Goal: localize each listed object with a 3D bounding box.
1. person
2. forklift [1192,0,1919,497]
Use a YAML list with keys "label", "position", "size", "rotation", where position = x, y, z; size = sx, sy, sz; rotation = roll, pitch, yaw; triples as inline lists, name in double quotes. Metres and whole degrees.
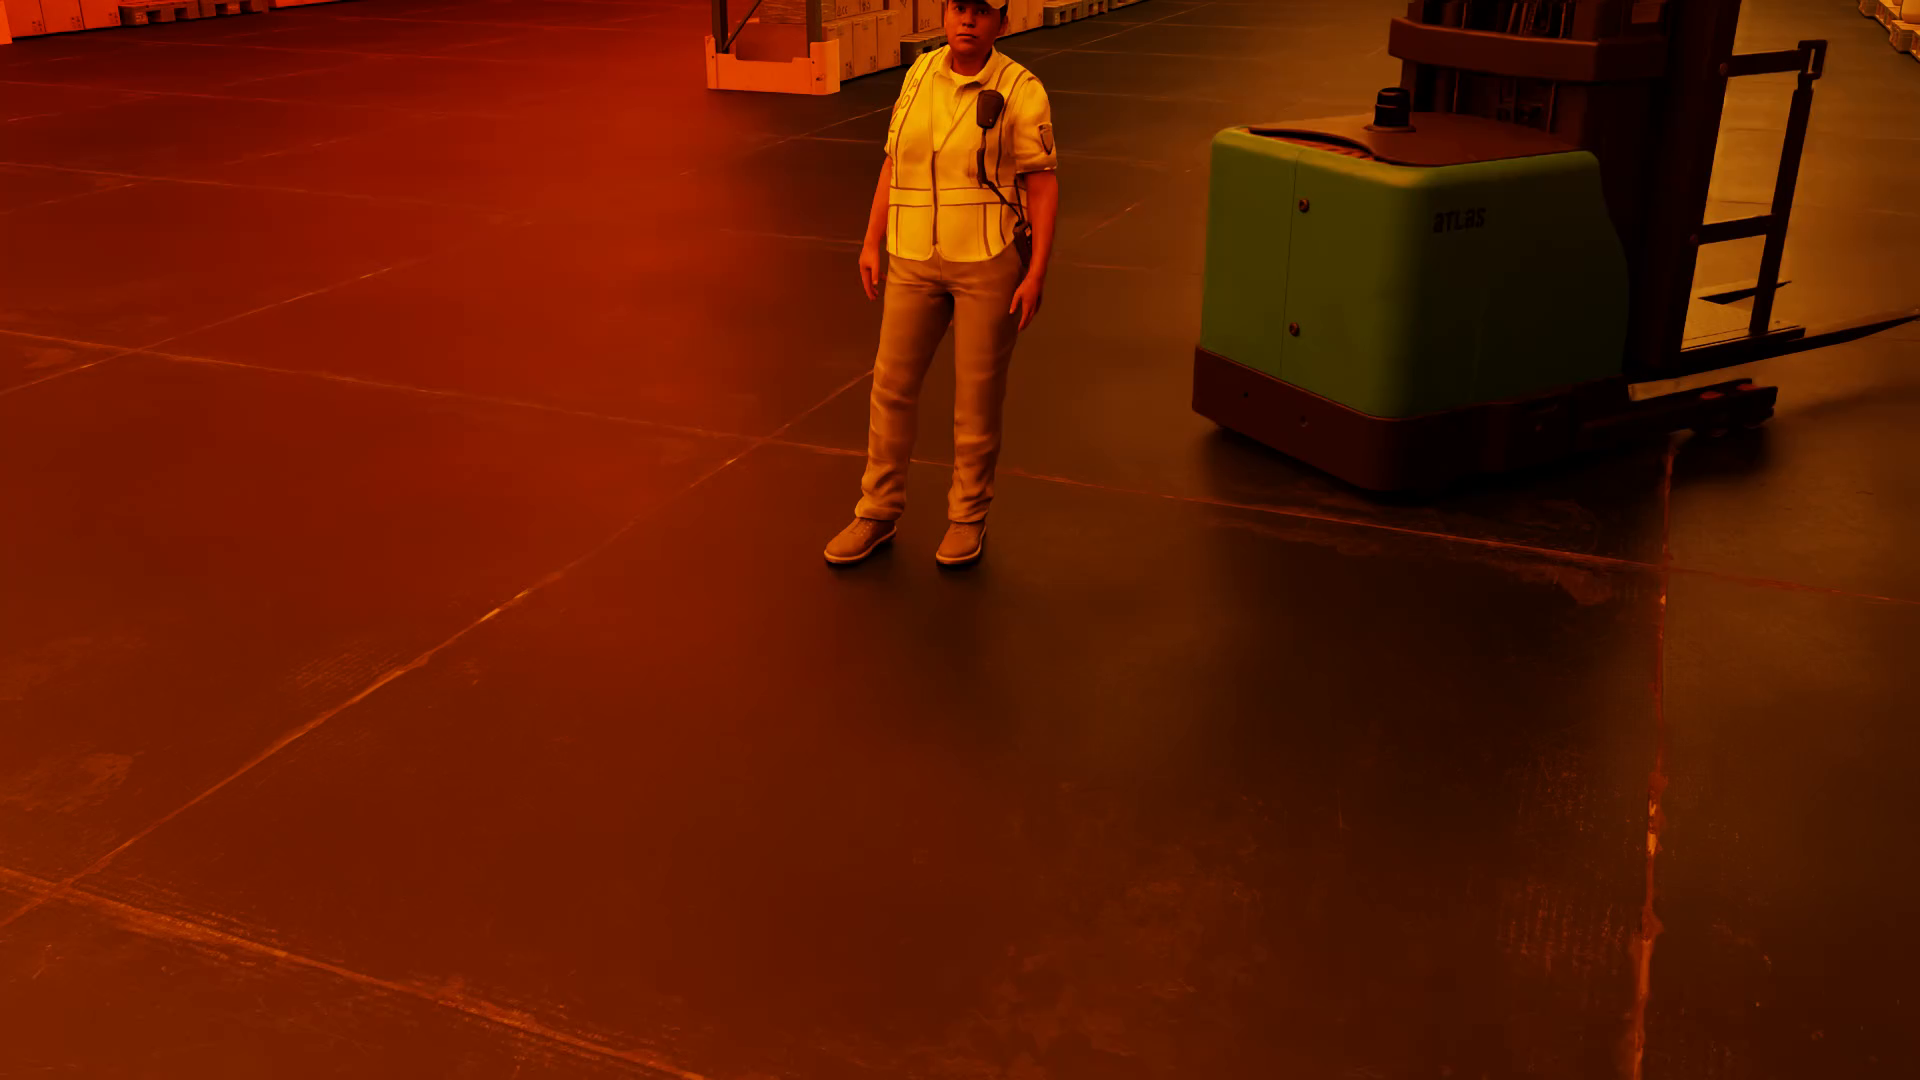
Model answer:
- label: "person"
  position: [-0.050, -0.751, 4.712]
  size: [0.598, 1.670, 0.529]
  rotation: [9, 24, 21]
- label: "forklift"
  position: [2.384, -1.885, 5.801]
  size: [3.031, 2.935, 1.130]
  rotation: [-12, 26, -27]
